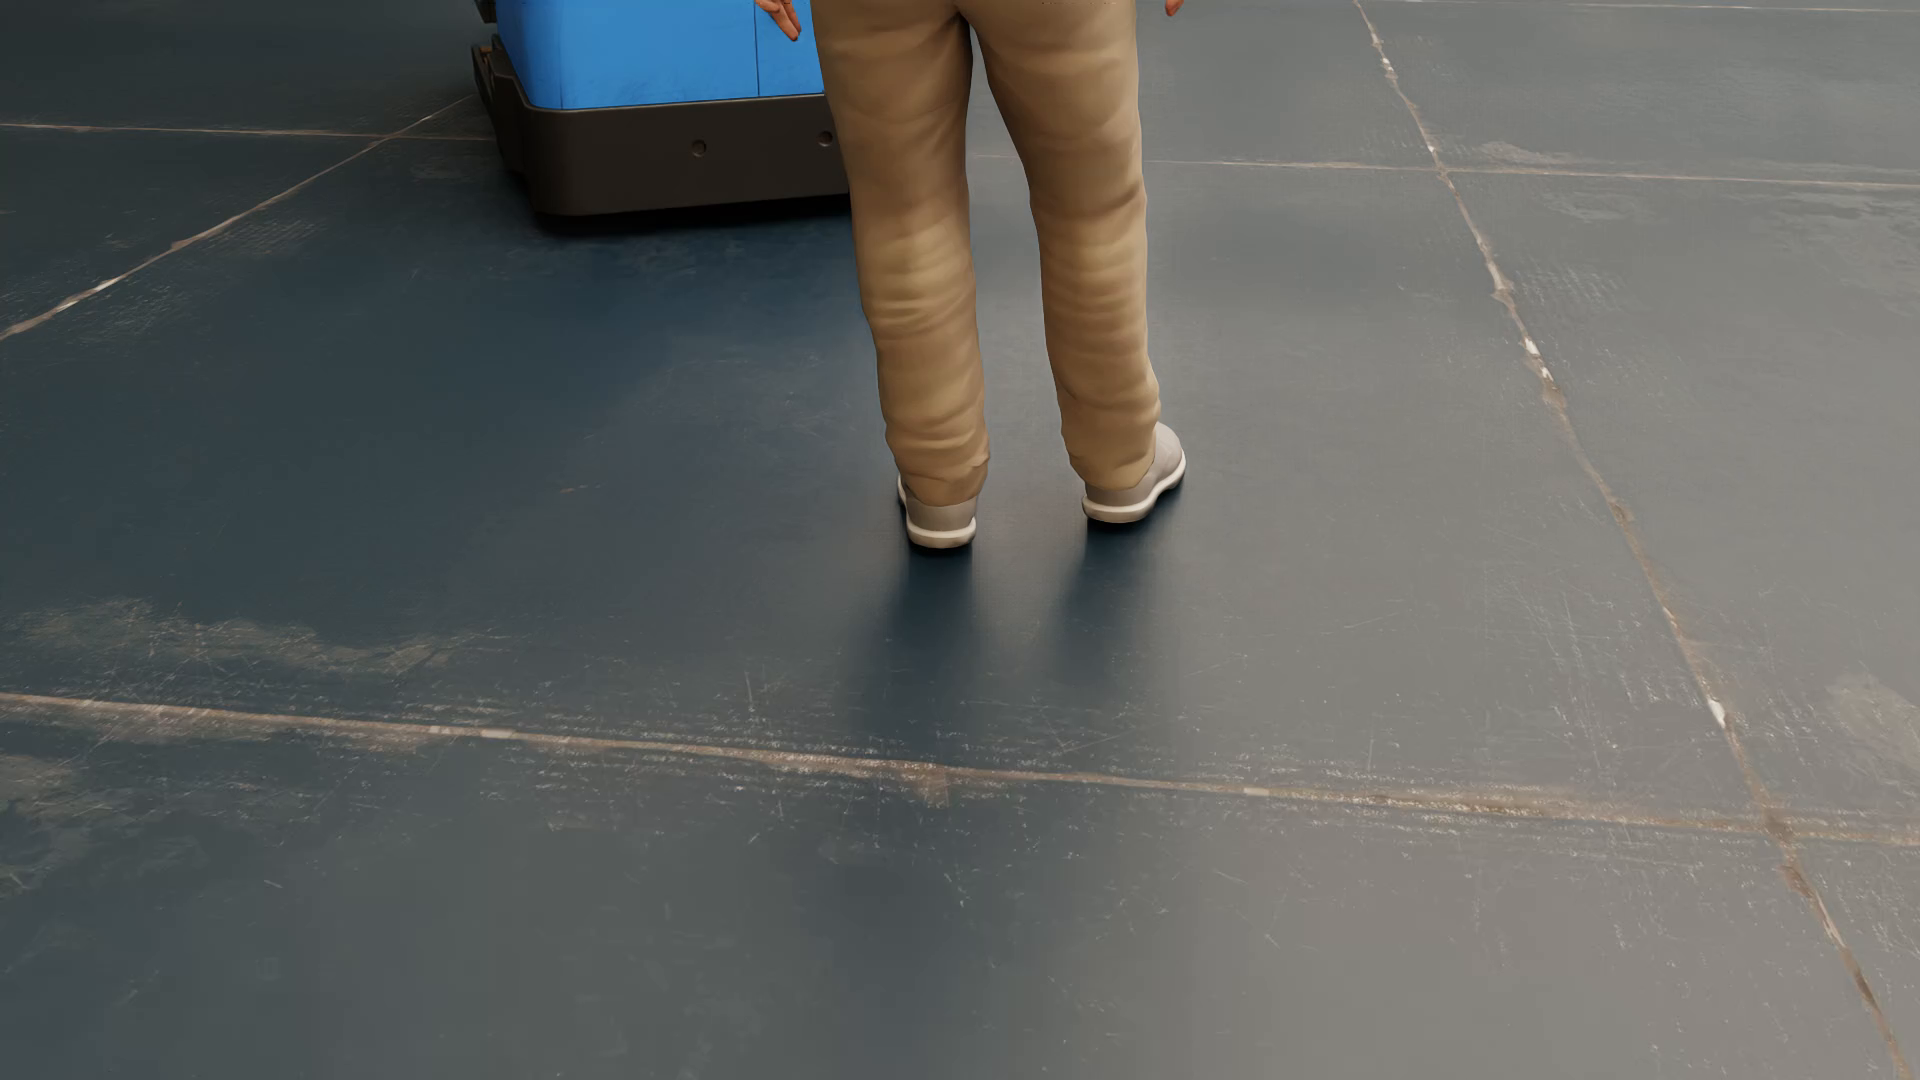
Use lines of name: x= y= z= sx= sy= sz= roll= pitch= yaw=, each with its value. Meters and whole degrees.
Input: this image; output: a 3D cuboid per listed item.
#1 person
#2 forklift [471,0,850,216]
person: x=0.023 y=-0.819 z=2.189 sx=0.642 sy=1.727 sz=0.550 roll=3 pitch=27 yaw=7
forklift: x=-0.934 y=-2.696 z=4.622 sx=1.130 sy=2.935 sz=3.031 roll=-8 pitch=28 yaw=-16
